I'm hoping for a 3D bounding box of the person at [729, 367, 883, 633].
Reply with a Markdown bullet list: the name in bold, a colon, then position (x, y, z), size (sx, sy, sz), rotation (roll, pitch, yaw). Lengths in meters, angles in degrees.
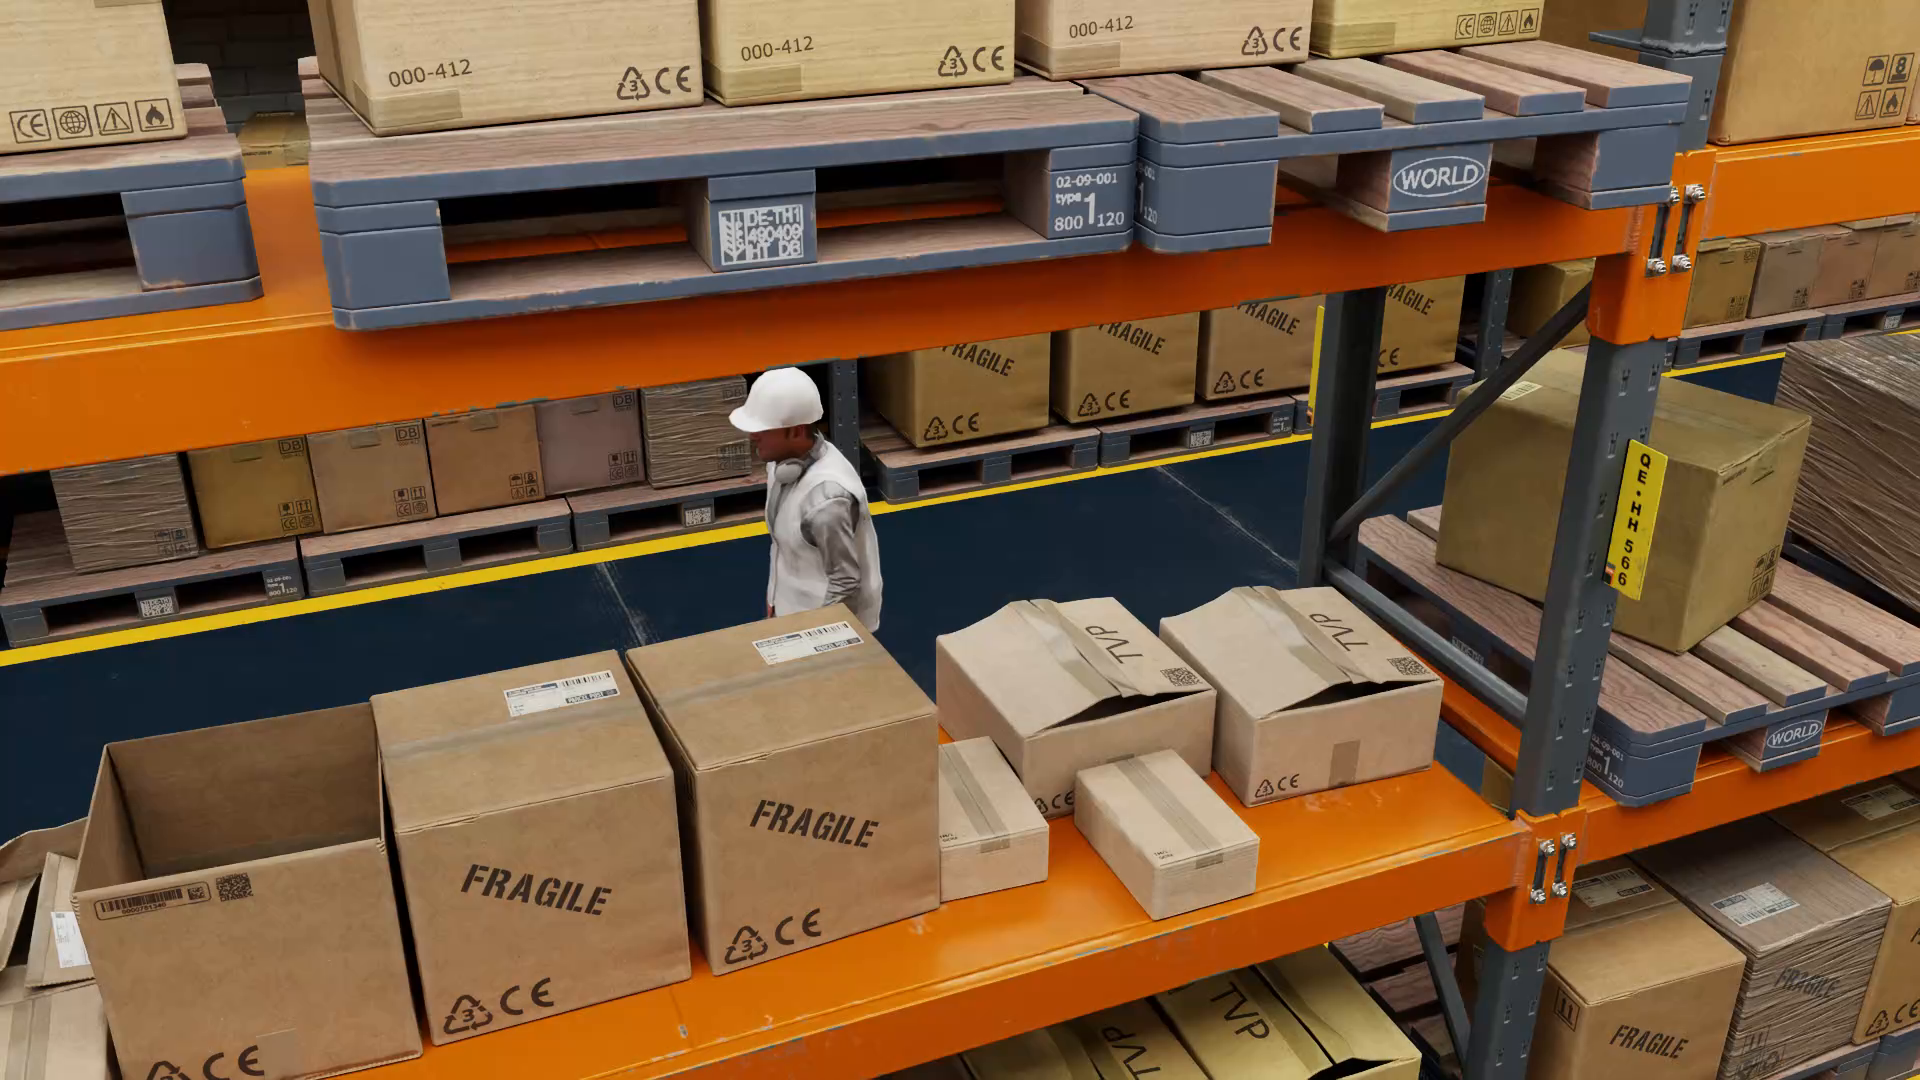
- **person**: position (-0.502, 0.253, 5.561), size (0.465, 1.767, 0.579), rotation (-11, 28, -21)
